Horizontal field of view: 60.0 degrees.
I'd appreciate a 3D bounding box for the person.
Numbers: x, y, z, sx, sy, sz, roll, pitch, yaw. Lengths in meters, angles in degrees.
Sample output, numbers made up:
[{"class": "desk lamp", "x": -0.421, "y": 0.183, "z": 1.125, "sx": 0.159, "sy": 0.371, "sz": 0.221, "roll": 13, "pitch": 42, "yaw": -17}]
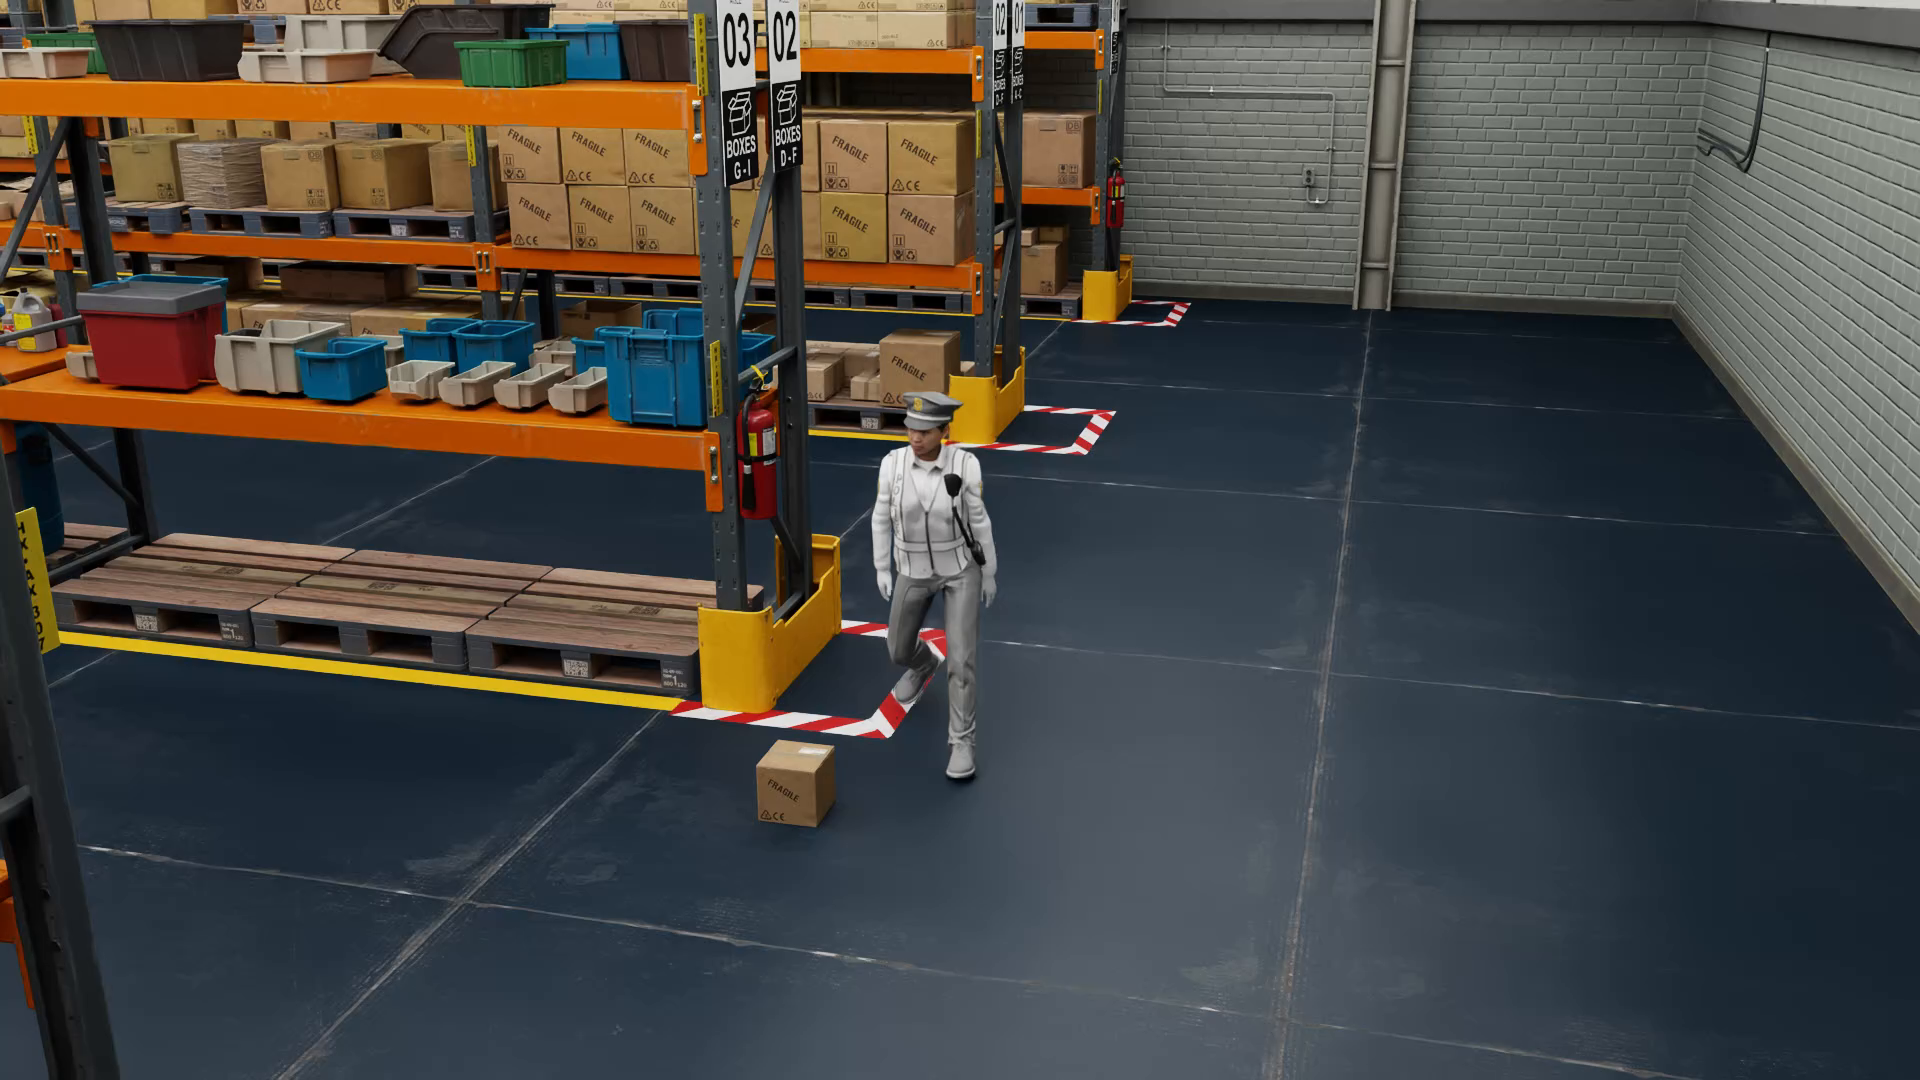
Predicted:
[{"class": "person", "x": -0.102, "y": 0.118, "z": 7.187, "sx": 0.538, "sy": 1.641, "sz": 0.796, "roll": 3, "pitch": 19, "yaw": 8}]
